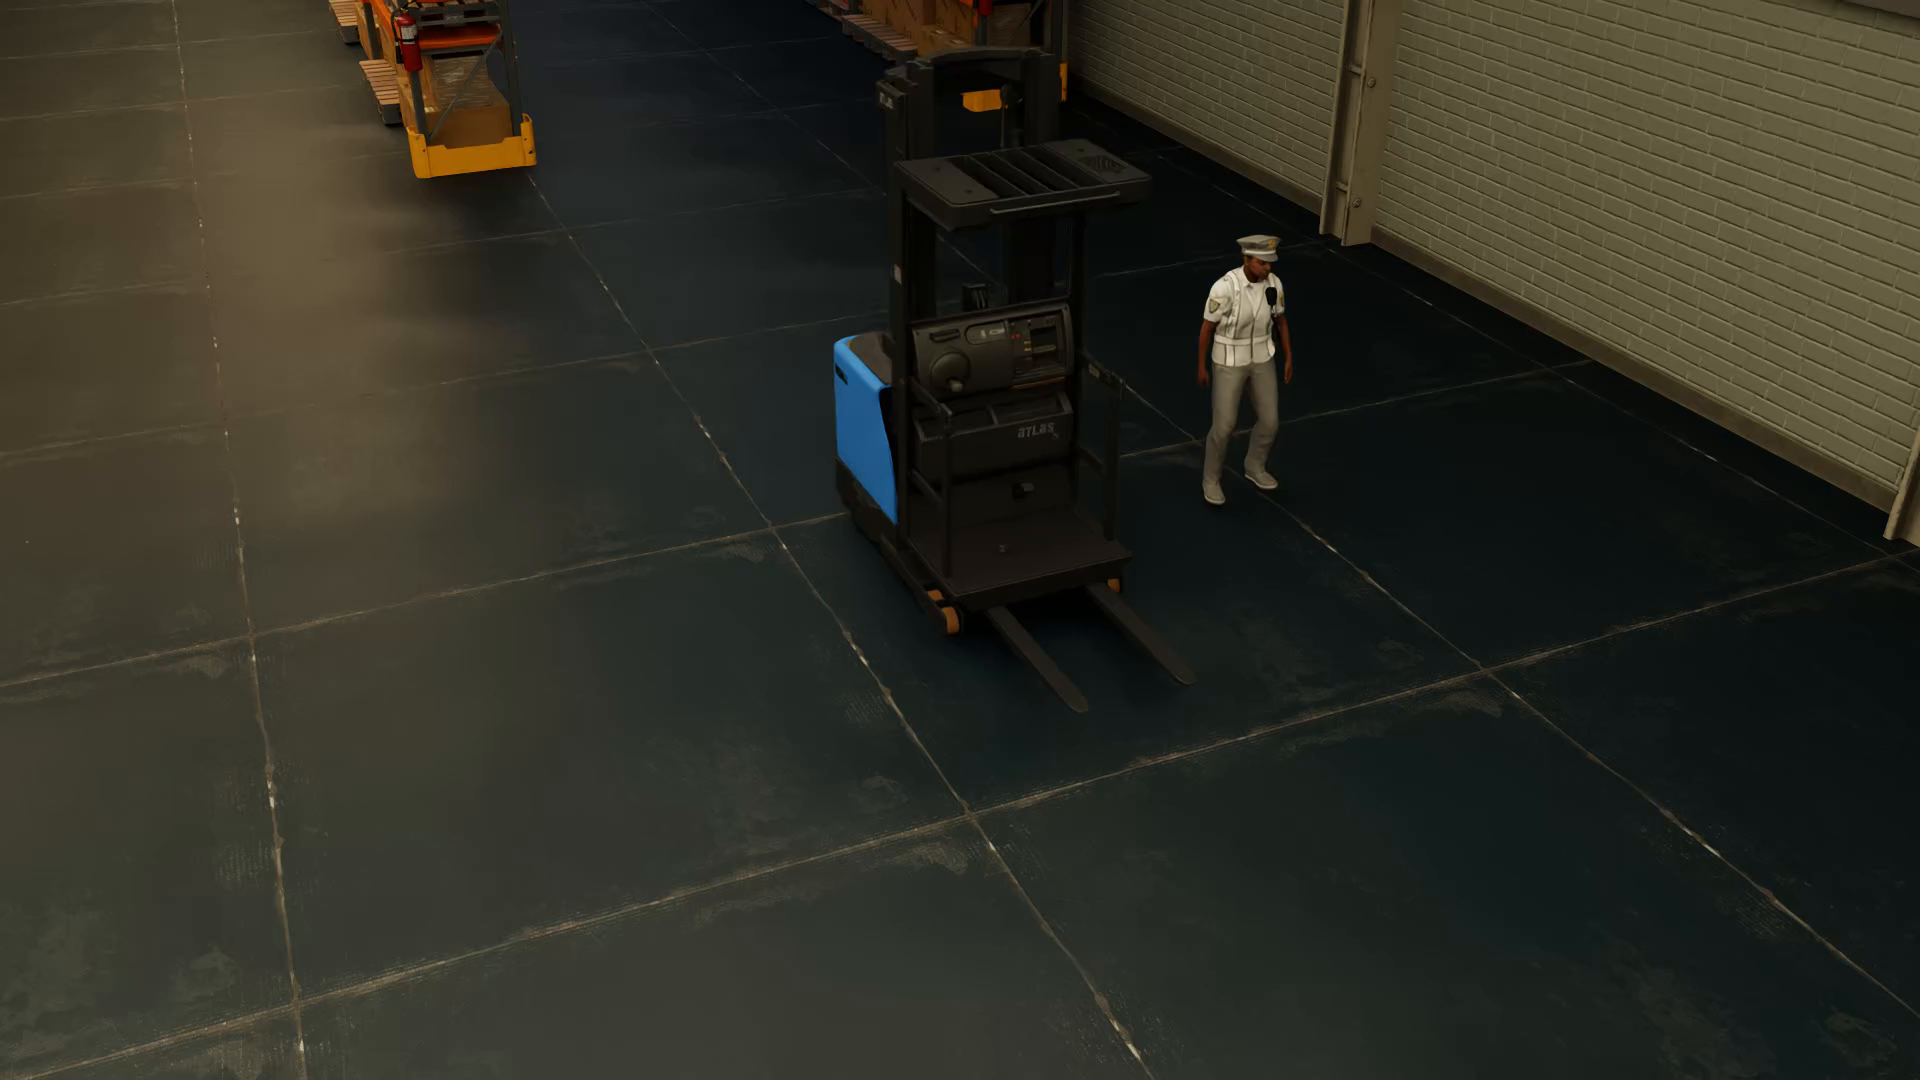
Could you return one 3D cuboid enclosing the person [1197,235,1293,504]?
[{"bbox_3d":[1.739,-1.057,10.099,0.603,1.671,0.400,-8,31,-14],"label":"person"}]

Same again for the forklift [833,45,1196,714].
[{"bbox_3d":[0.275,-0.986,8.845,1.130,2.935,3.031,-12,32,-21],"label":"forklift"}]
